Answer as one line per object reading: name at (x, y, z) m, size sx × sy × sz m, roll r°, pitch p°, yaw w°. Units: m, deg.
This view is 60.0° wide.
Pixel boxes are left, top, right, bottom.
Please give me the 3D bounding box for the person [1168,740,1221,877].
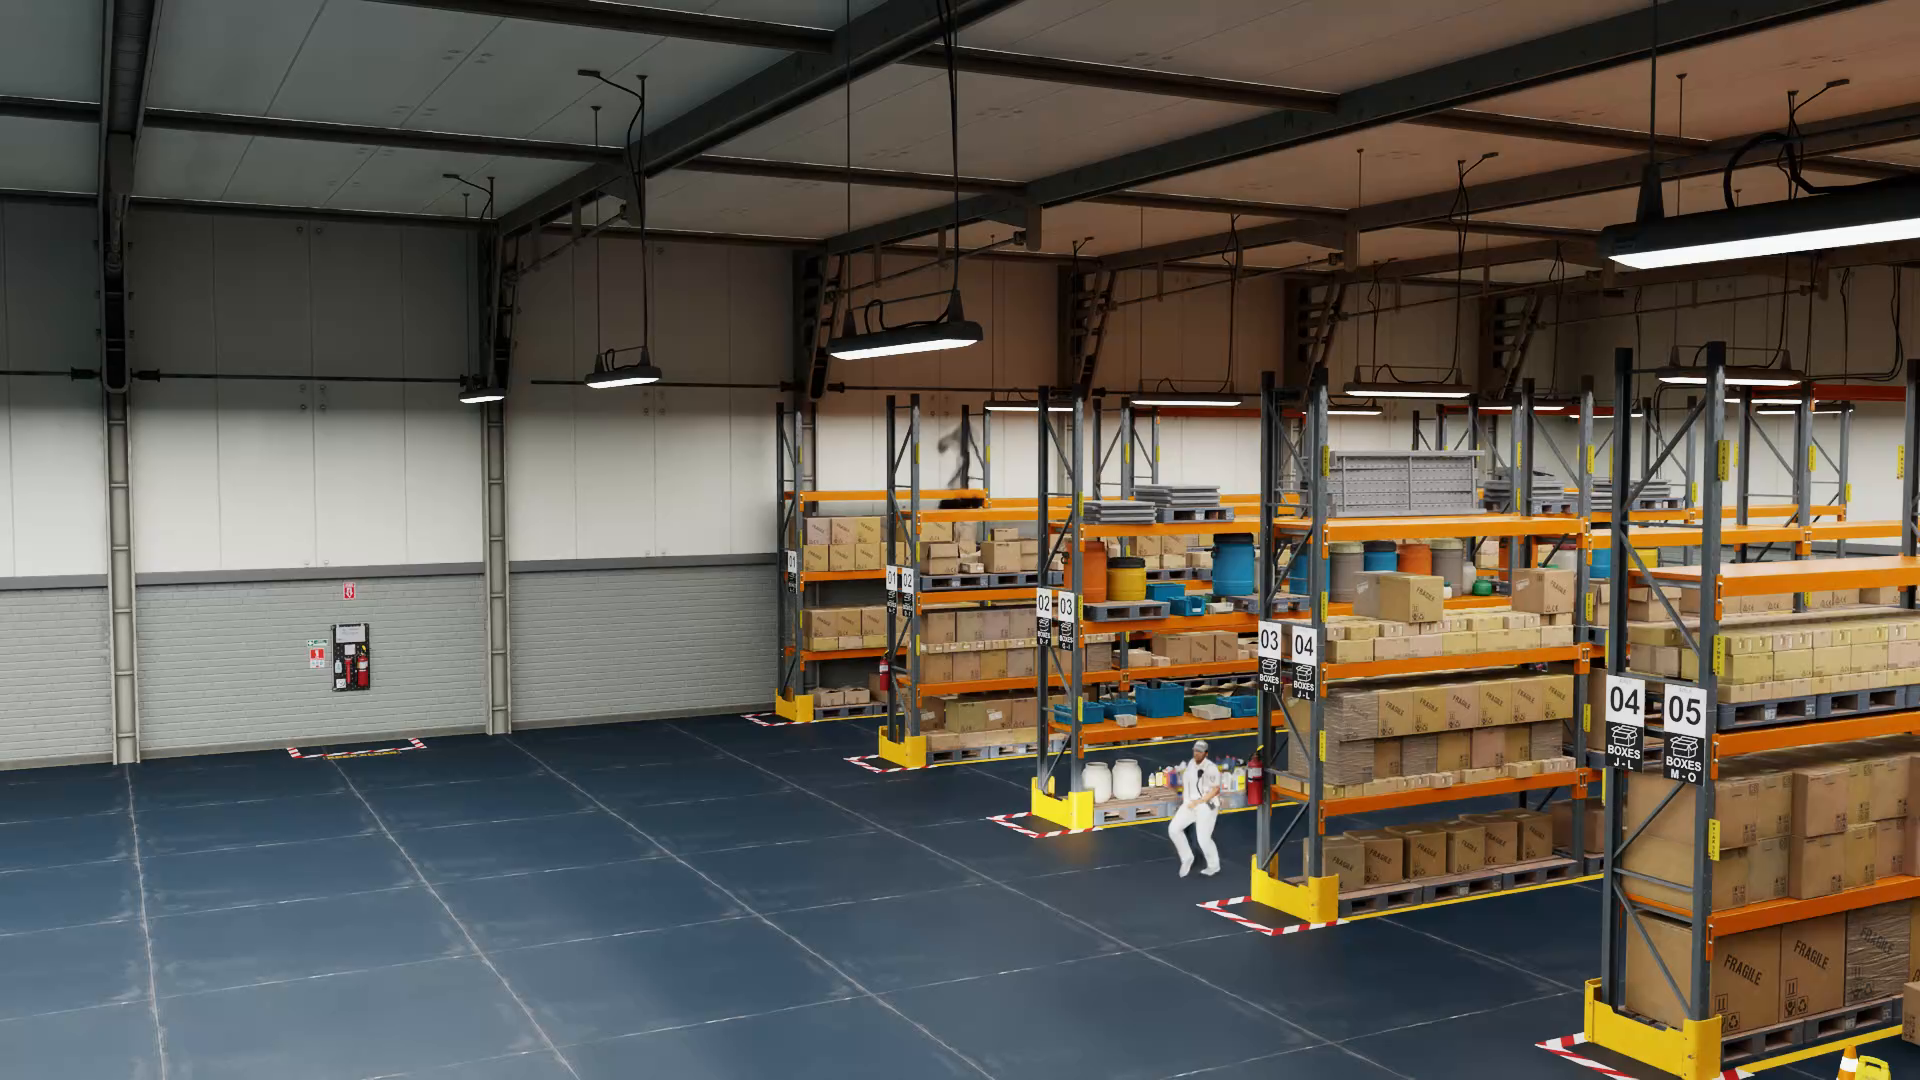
person at (2.857, 3.221, 19.925) m, size 0.648 × 1.665 × 0.619 m, roll -2°, pitch 4°, yaw -36°
